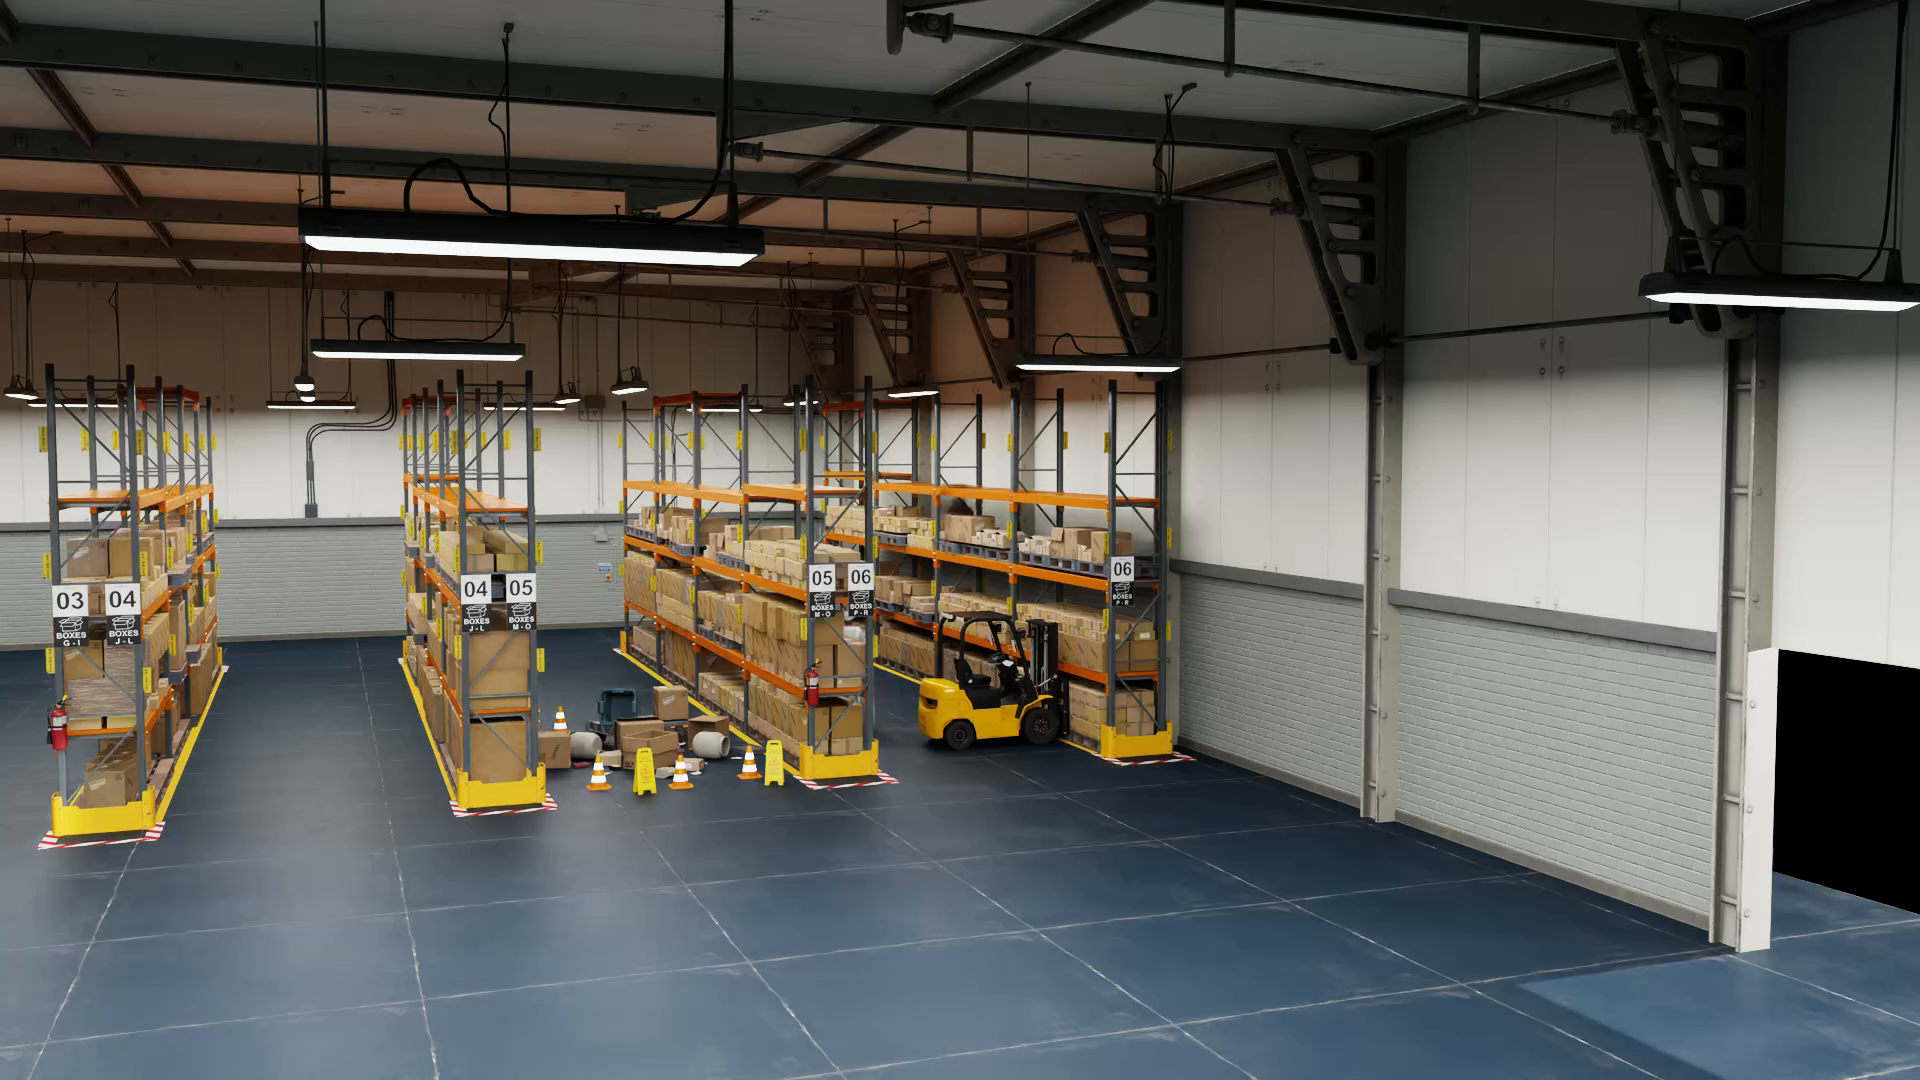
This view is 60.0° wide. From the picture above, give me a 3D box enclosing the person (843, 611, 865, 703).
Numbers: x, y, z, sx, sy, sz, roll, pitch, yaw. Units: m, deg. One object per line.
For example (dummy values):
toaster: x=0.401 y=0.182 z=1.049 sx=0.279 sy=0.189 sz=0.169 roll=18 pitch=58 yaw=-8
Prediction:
person: x=-2.025 y=2.174 z=29.966 sx=0.524 sy=1.818 sz=0.607 roll=-2 pitch=4 yaw=-25
